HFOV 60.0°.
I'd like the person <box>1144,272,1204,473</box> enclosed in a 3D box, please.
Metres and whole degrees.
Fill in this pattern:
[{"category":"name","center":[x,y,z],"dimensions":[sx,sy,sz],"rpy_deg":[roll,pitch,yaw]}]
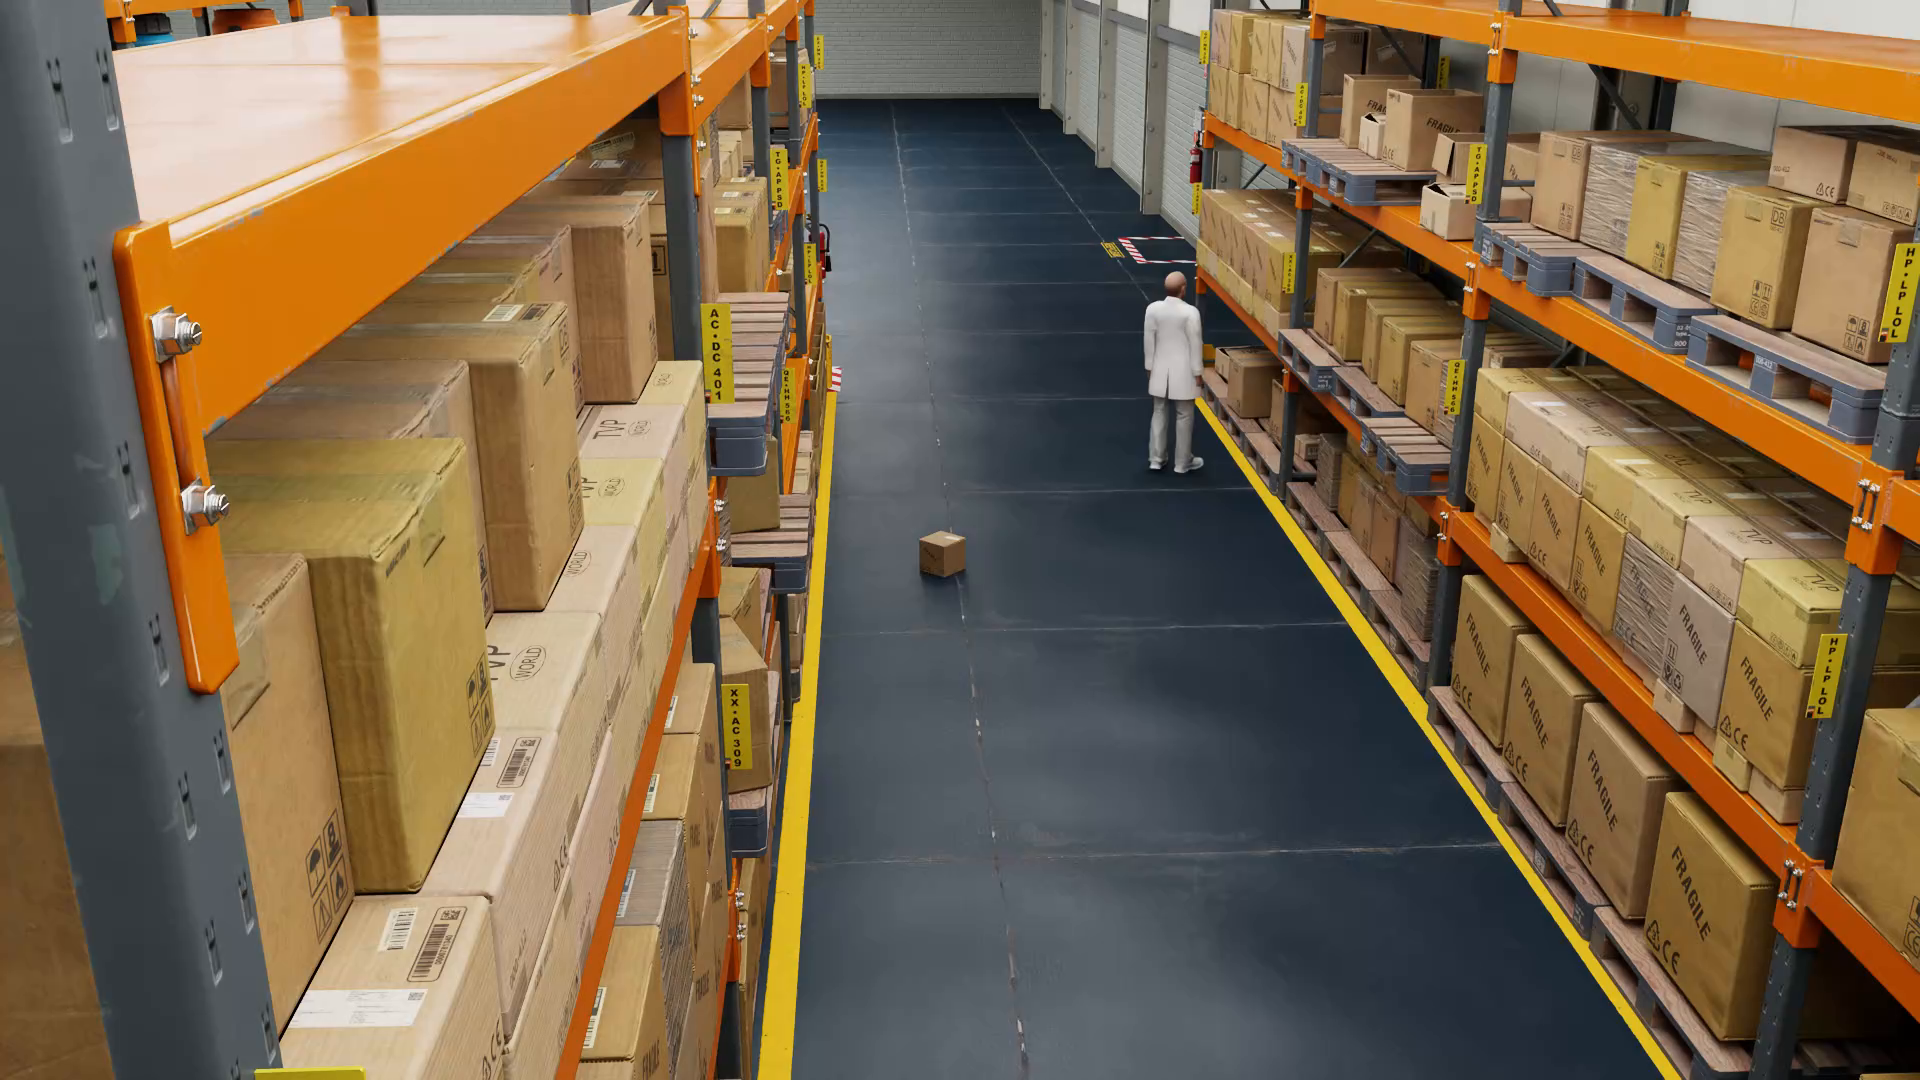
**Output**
[{"category":"person","center":[1.911,-1.488,14.671],"dimensions":[0.555,1.792,0.404],"rpy_deg":[12,23,30]}]
